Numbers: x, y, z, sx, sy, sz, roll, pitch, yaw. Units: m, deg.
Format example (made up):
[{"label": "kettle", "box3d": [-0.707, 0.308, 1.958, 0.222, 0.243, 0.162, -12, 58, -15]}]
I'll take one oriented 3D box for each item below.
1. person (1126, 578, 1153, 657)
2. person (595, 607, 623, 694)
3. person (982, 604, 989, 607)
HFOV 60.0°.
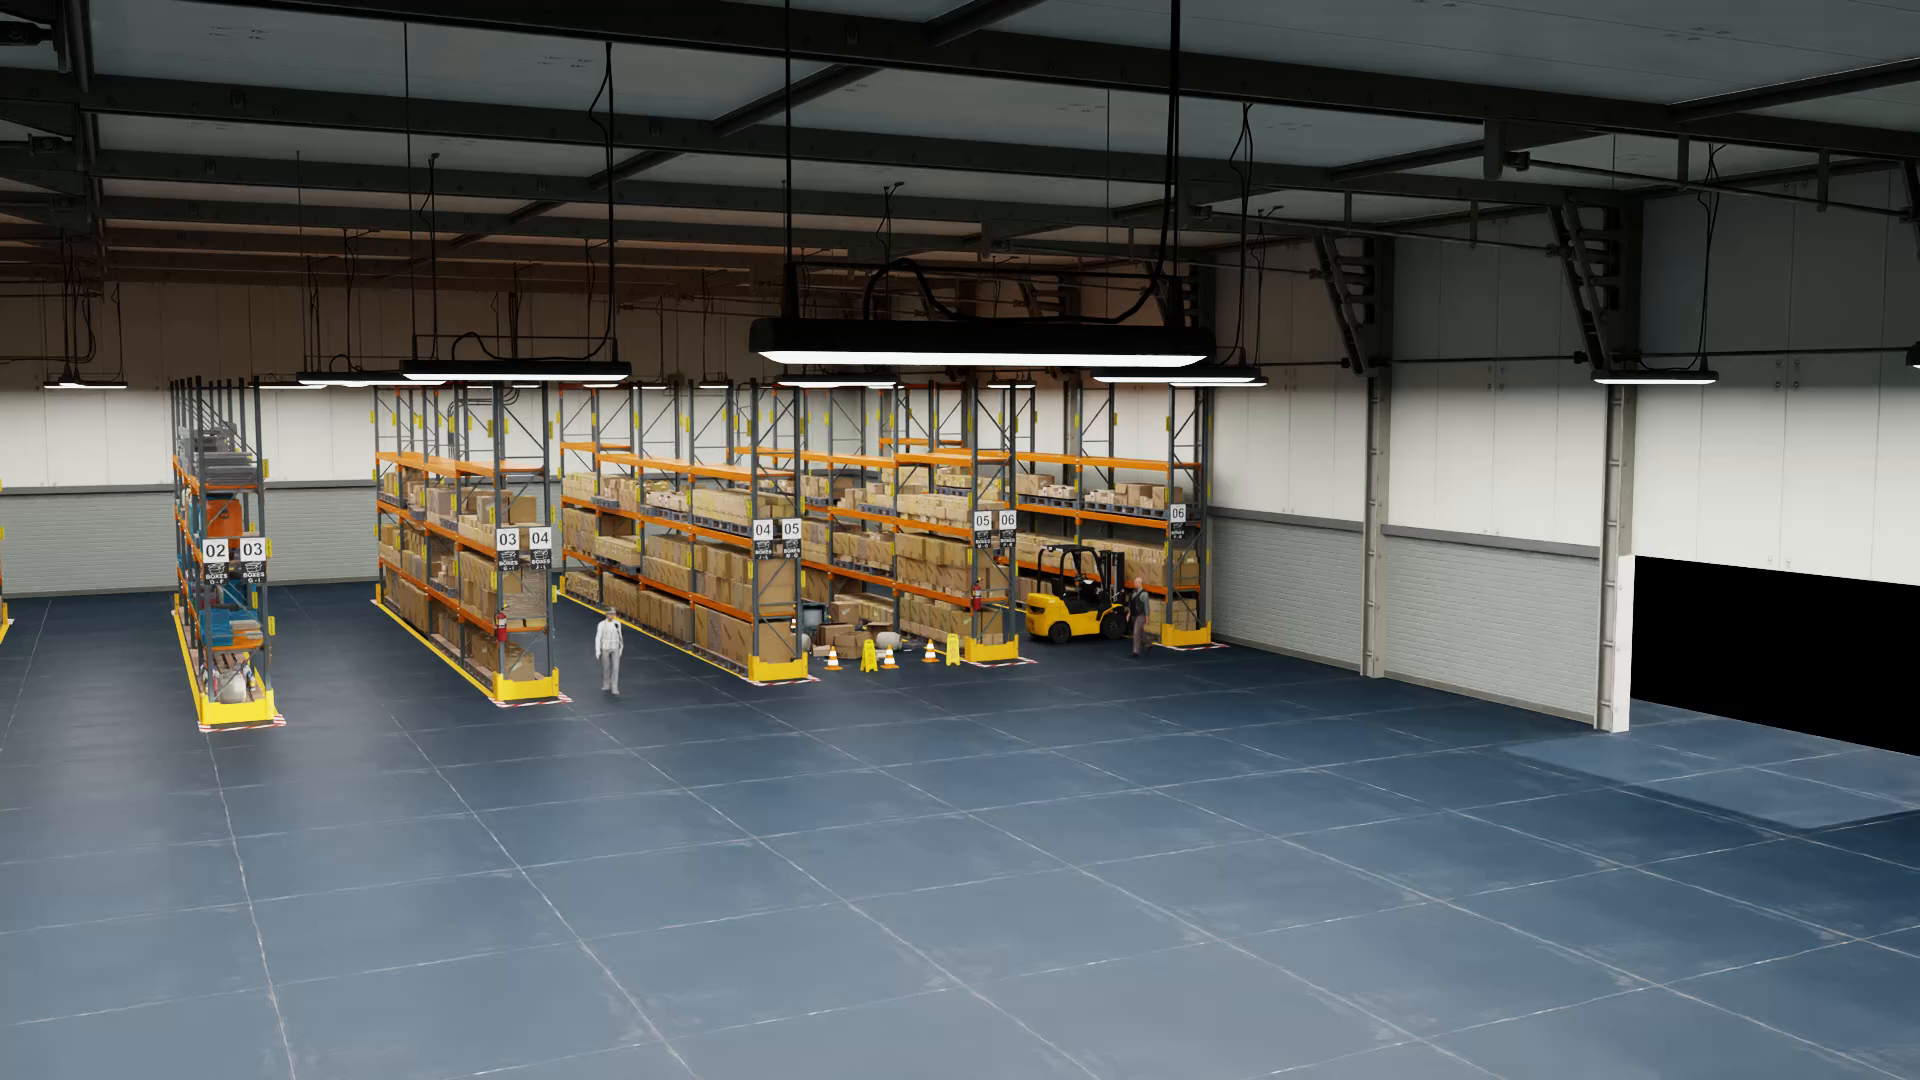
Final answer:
[{"label": "person", "box3d": [3.917, 1.664, 36.121, 0.802, 1.708, 0.526, -2, 6, -23]}, {"label": "person", "box3d": [-6.657, 2.079, 31.570, 0.534, 1.632, 0.866, -2, 5, -19]}, {"label": "person", "box3d": [0.501, 1.428, 40.006, 0.543, 1.493, 0.755, -2, 6, -23]}]
